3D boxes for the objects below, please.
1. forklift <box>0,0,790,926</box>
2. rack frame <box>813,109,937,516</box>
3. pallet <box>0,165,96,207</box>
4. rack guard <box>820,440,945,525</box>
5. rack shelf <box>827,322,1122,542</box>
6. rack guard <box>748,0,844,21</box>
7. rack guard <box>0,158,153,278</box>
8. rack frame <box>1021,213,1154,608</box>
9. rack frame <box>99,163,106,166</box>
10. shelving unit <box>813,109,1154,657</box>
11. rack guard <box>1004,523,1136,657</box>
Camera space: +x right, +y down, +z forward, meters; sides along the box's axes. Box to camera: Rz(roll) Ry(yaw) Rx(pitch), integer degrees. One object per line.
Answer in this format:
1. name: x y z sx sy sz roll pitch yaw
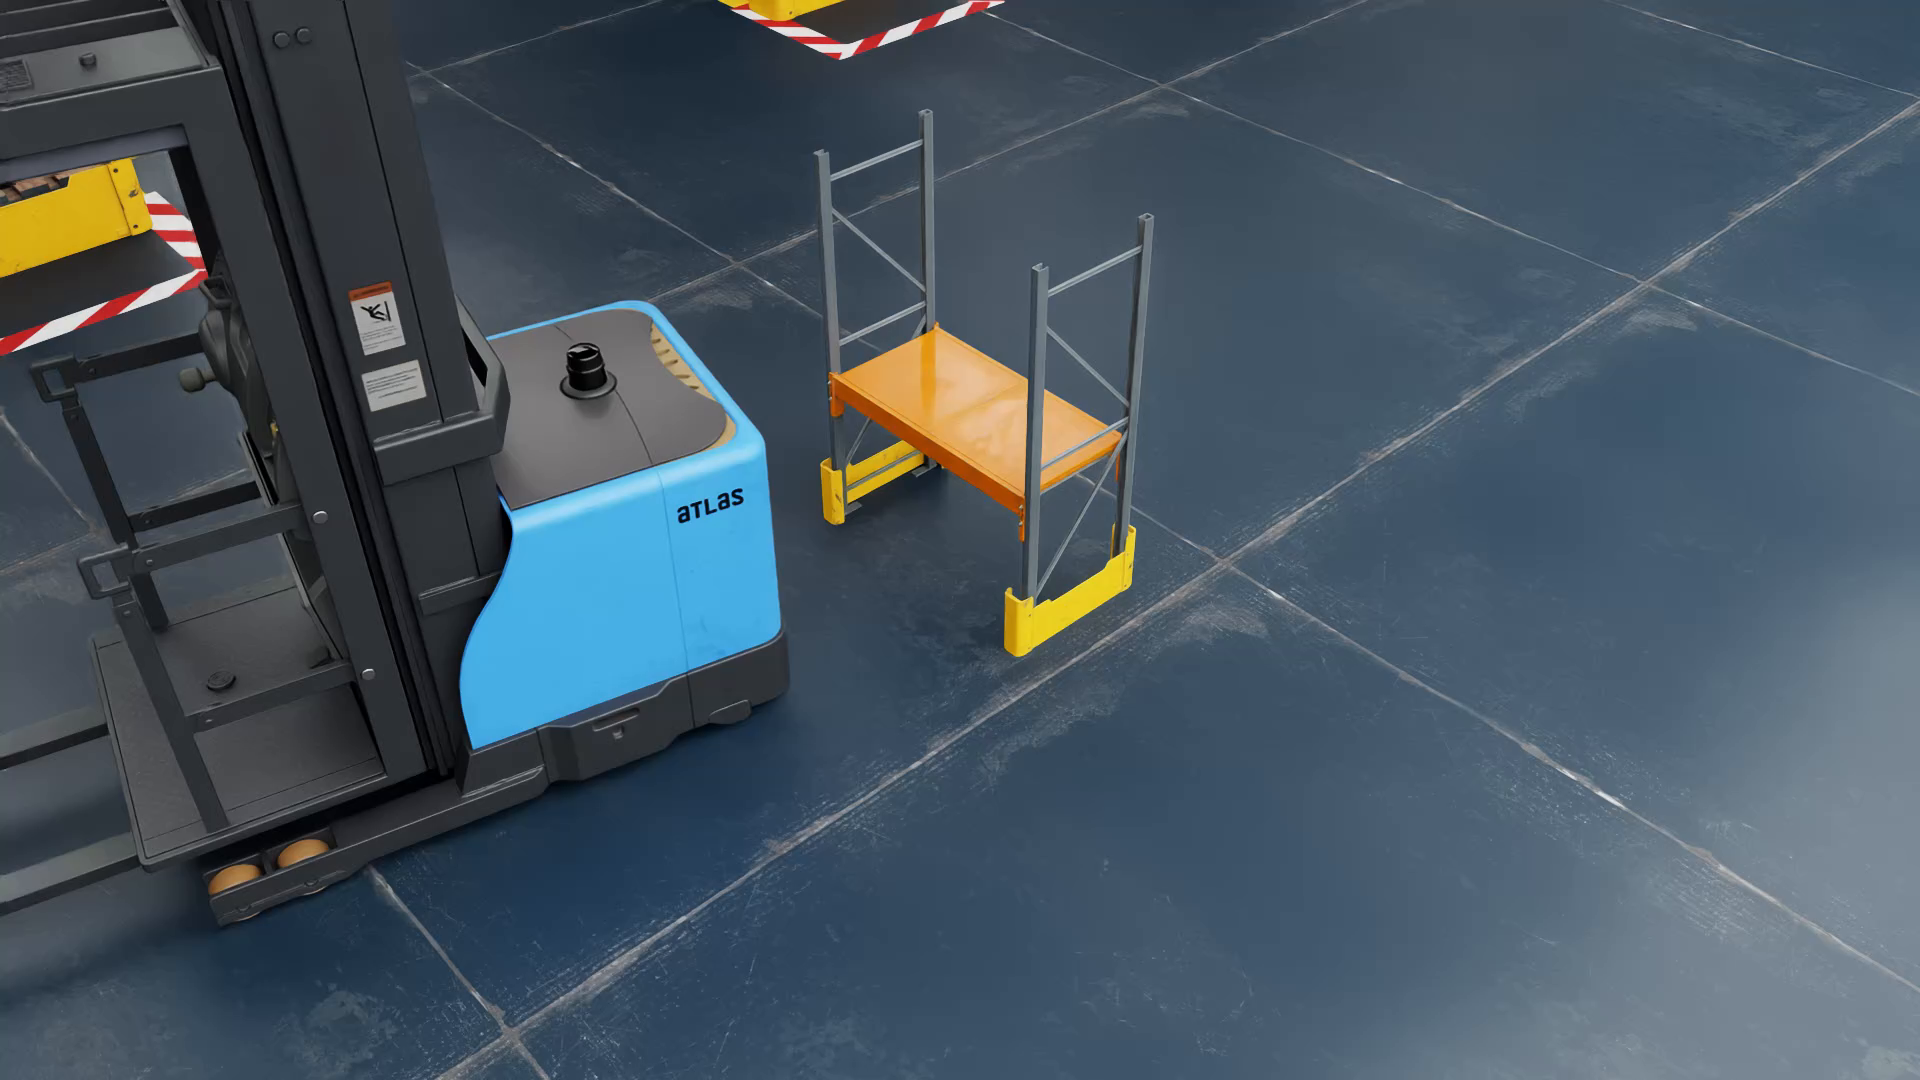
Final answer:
1. forklift: -2.104 -0.408 4.422 3.031 2.935 1.130 -20 43 -23
2. rack frame: -0.286 -0.779 6.021 0.500 1.500 0.032 -30 48 -32
3. pallet: -5.023 -1.822 8.337 1.003 0.211 1.213 -30 48 -32
4. rack guard: -0.285 -0.292 6.413 0.587 0.250 0.087 -30 48 -32
5. rack shelf: 0.058 -0.404 5.843 0.538 0.185 1.000 -30 48 -32
6. rack guard: -0.795 -3.680 10.409 1.175 0.500 0.348 -30 48 -32
7. rack guard: -4.477 -1.556 7.778 1.175 0.500 0.348 -30 48 -32
8. rack frame: 0.401 -0.309 5.439 0.500 1.500 0.032 -30 48 -32
9. rack frame: -4.391 -2.513 6.974 1.000 3.000 0.127 -30 48 -32
10. shelving unit: 0.052 -0.548 5.735 0.587 1.500 1.083 -30 48 -32
11. rack guard: 0.388 0.169 5.842 0.587 0.250 0.087 -30 48 -32
